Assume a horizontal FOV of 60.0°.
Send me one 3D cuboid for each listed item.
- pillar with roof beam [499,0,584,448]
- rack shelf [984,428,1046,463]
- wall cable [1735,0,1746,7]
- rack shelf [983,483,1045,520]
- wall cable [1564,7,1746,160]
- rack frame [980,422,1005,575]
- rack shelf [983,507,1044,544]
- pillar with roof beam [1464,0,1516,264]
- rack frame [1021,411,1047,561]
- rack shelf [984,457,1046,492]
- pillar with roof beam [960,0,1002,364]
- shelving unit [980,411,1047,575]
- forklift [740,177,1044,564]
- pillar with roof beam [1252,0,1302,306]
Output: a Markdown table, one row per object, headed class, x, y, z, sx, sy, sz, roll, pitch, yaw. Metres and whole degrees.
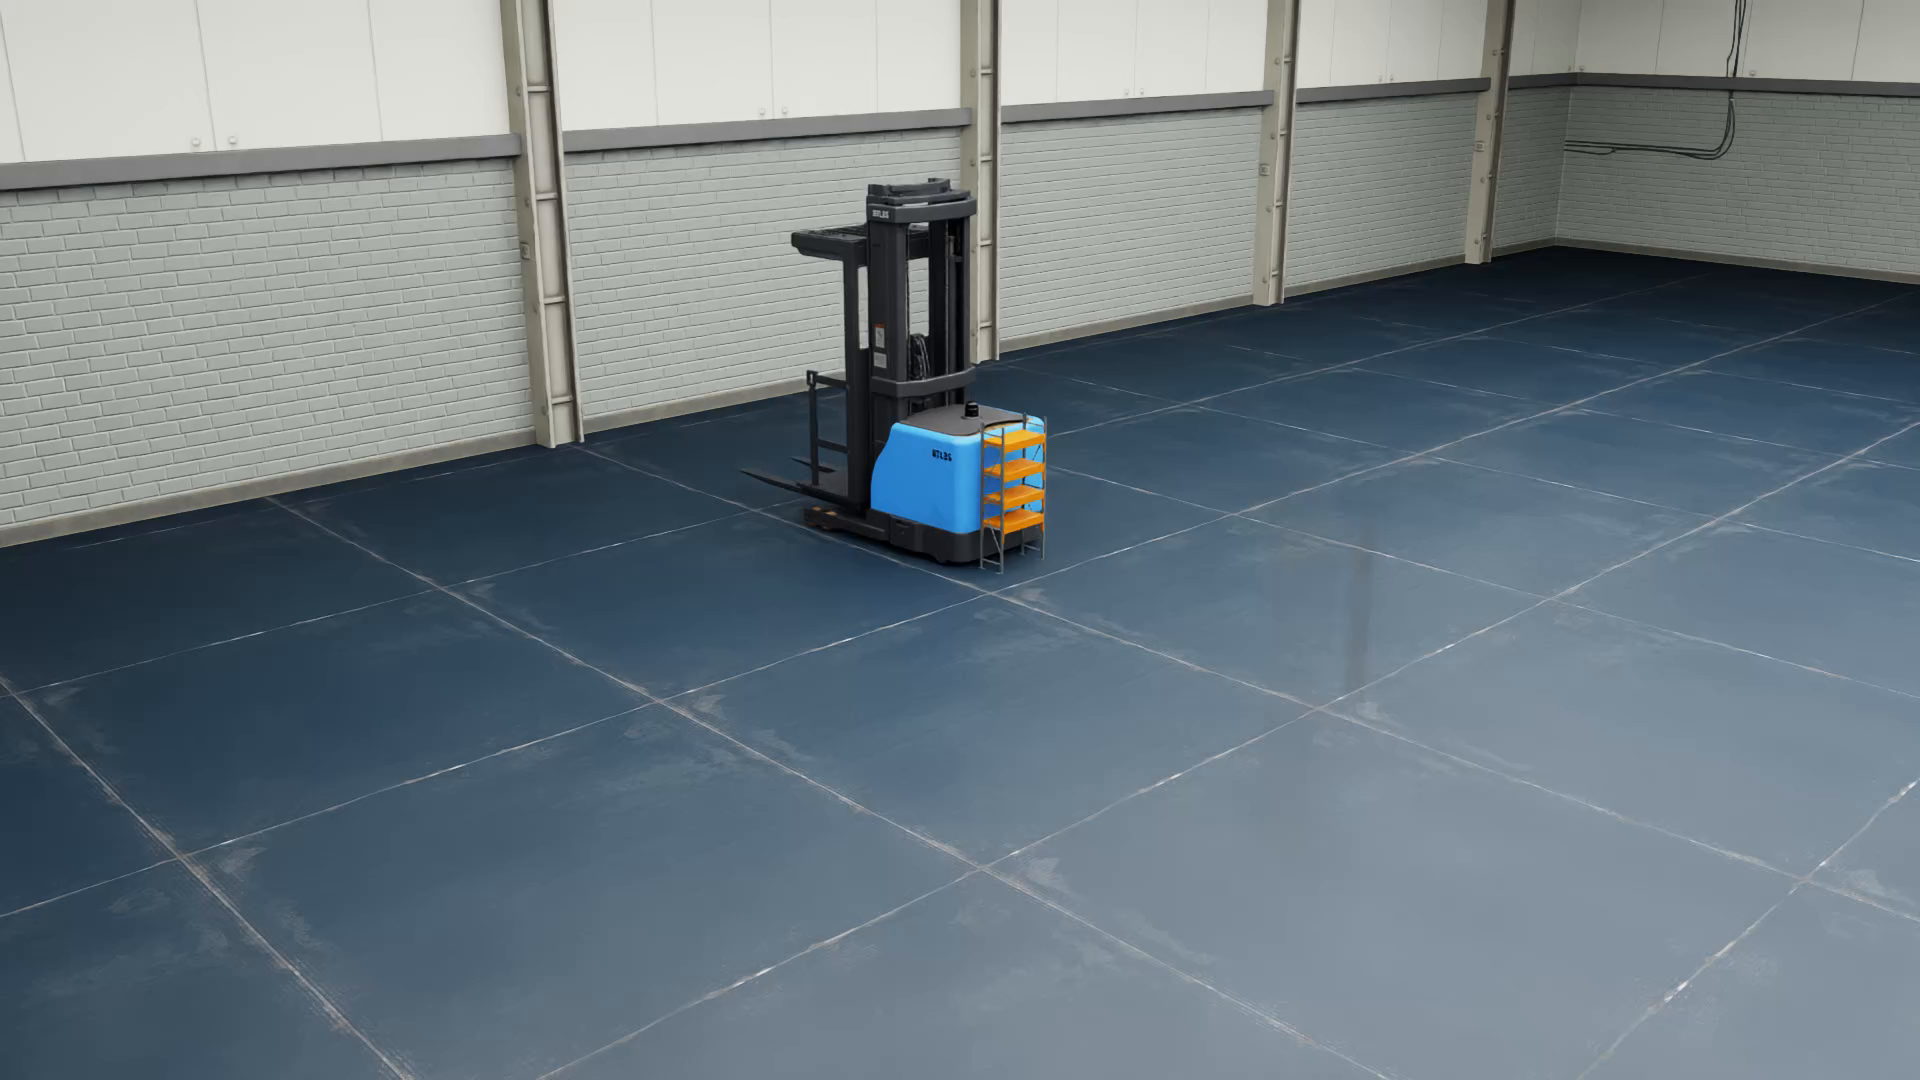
| class | x | y | z | sx | sy | sz | roll | pitch | yaw |
| --- | --- | --- | --- | --- | --- | --- | --- | --- | --- |
| pillar with roof beam | -1.152 | -4.321 | 12.722 | 0.400 | 9.000 | 9.100 | -16 | 24 | -41 |
| rack shelf | 0.422 | -0.746 | 13.063 | 0.258 | 0.148 | 0.480 | 17 | 25 | 41 |
| wall cable | 13.877 | -9.747 | 26.303 | 0.112 | 2.526 | 3.097 | -16 | 24 | -41 |
| rack shelf | 0.420 | -0.308 | 13.207 | 0.258 | 0.148 | 0.480 | 17 | 25 | 41 |
| wall cable | 12.018 | -7.951 | 28.951 | 0.112 | 2.526 | 3.097 | -16 | 24 | -41 |
| rack frame | 0.251 | -0.318 | 13.019 | 0.240 | 1.200 | 0.015 | 17 | 25 | 41 |
| rack shelf | 0.420 | -0.120 | 13.268 | 0.258 | 0.148 | 0.480 | 17 | 25 | 41 |
| pillar with roof beam | 11.927 | -8.135 | 24.486 | 0.400 | 9.000 | 9.100 | -16 | 24 | -41 |
| rack frame | 0.591 | -0.426 | 13.352 | 0.240 | 1.200 | 0.015 | 17 | 25 | 41 |
| rack shelf | 0.421 | -0.521 | 13.137 | 0.258 | 0.148 | 0.480 | 17 | 25 | 41 |
| pillar with roof beam | 3.208 | -5.592 | 16.643 | 0.400 | 9.000 | 9.100 | -16 | 24 | -41 |
| shelving unit | 0.421 | -0.372 | 13.186 | 0.258 | 1.200 | 0.503 | 17 | 25 | 41 |
| forklift | -0.707 | -1.574 | 14.087 | 3.031 | 2.935 | 1.130 | 17 | 24 | 42 |
| pillar with roof beam | 7.567 | -6.864 | 20.564 | 0.400 | 9.000 | 9.100 | -16 | 24 | -41 |
